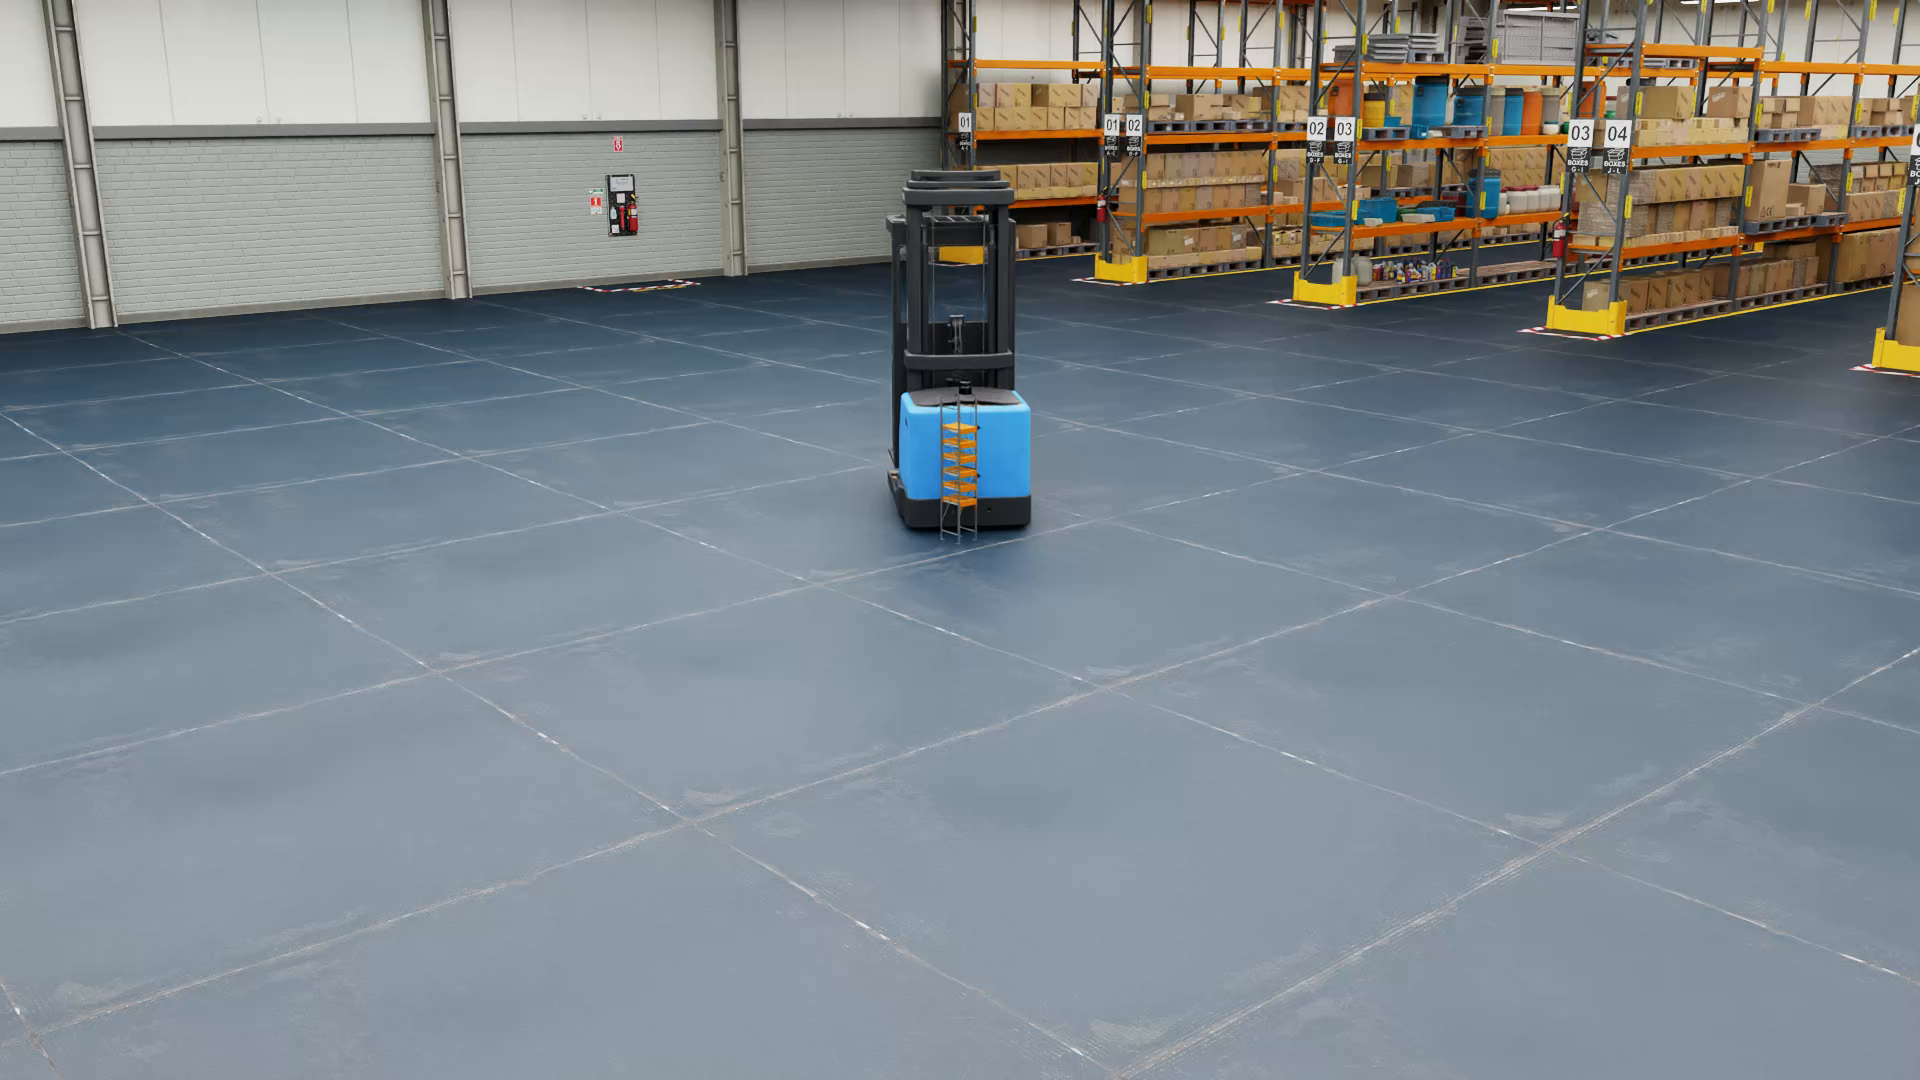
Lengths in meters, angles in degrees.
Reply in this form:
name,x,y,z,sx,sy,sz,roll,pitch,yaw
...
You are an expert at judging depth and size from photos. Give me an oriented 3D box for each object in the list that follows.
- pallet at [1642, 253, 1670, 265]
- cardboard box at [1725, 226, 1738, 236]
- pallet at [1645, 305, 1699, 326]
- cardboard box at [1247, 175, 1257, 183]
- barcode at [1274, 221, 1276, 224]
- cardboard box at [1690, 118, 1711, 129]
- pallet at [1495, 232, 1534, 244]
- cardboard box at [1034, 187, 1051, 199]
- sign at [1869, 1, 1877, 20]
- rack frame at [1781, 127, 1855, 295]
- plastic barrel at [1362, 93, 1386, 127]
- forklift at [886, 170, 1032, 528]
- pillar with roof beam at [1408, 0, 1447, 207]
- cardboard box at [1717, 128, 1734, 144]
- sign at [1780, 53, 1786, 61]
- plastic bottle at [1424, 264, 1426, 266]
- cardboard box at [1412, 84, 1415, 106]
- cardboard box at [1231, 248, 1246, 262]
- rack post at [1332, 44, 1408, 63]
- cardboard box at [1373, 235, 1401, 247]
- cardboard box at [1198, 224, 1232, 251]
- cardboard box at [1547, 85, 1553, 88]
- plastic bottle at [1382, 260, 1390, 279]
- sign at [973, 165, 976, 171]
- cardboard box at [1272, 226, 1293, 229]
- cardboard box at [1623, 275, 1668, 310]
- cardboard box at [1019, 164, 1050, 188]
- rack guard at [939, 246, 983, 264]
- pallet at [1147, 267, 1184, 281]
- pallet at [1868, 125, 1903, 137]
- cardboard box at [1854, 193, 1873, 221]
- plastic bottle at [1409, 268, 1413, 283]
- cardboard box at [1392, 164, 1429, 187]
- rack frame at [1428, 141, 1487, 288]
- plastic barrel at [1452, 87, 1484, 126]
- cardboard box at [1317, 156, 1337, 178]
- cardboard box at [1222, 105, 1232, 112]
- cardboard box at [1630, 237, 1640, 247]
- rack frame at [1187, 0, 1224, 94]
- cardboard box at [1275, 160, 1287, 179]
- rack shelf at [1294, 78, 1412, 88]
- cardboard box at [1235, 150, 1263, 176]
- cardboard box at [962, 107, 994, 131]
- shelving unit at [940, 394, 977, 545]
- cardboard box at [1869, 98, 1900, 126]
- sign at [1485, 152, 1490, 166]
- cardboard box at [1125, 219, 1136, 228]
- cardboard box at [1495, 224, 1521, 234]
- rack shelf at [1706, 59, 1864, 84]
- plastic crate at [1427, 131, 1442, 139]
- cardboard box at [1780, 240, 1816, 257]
name,x,y,z,sx,sy,sz,roll,pitch,yaw
pallet,14.911,-6.243,36.712,1.213,0.211,1.003,-13,19,-39
cardboard box,12.767,-5.178,27.809,0.250,0.149,0.380,-13,19,-39
pallet,11.332,-3.717,27.258,1.213,0.211,1.003,-13,19,-39
cardboard box,5.984,-7.555,34.769,0.250,0.149,0.380,-13,20,-41
barcode,6.702,-6.753,35.350,0.075,0.075,0.001,-13,19,-39
cardboard box,11.690,-6.627,26.452,0.250,0.149,0.380,-12,19,-37
pallet,13.711,-7.654,41.996,1.213,0.211,1.003,-13,19,-39
cardboard box,1.694,-7.827,37.493,0.500,0.250,0.500,-12,19,-39
sign,16.118,-9.355,29.370,0.005,0.325,0.100,-13,19,-39
rack frame,15.754,-6.071,30.664,0.127,3.000,1.000,-13,19,-39
plastic barrel,7.244,-7.640,29.550,0.600,0.588,0.600,0,15,0
forklift,-0.084,-1.850,14.995,1.130,2.935,3.031,-2,15,-6
pillar with roof beam,16.330,-13.005,44.999,0.548,9.000,9.100,-13,19,-39
cardboard box,12.163,-6.555,26.957,0.500,0.250,0.500,-12,19,-38
sign,18.911,-11.028,38.224,0.005,0.325,0.100,-13,19,-39
plastic bottle,8.714,-5.021,31.144,0.133,0.283,0.061,-13,19,-39
cardboard box,10.357,-10.226,38.276,0.500,0.500,0.500,-13,19,-39
cardboard box,5.647,-5.993,34.887,0.500,0.250,0.500,-13,19,-39
rack post,7.122,-8.440,28.877,0.954,0.300,0.937,-10,18,-33
cardboard box,9.785,-7.026,38.233,0.500,0.500,0.500,-12,19,-37
cardboard box,5.271,-6.270,34.472,0.500,0.500,0.500,-13,19,-39
cardboard box,14.480,-11.177,41.838,0.500,0.500,0.700,-13,19,-39
plastic bottle,8.001,-5.099,31.306,0.185,0.351,0.144,-12,19,-37
sign,0.321,-7.921,35.914,0.005,0.325,0.100,-13,19,-39
cardboard box,7.120,-6.765,36.693,0.500,0.311,0.500,-13,20,-40
cardboard box,11.114,-4.023,27.030,0.500,0.500,0.500,-10,18,-34
cardboard box,1.677,-8.188,37.390,0.500,0.500,0.500,-12,19,-38
rack guard,0.022,-6.413,36.792,0.348,0.500,1.175,-13,19,-39
pallet,3.769,-5.435,33.688,1.213,0.211,1.003,-13,19,-39
pallet,17.047,-7.738,31.460,1.213,0.211,1.003,-12,19,-37
cardboard box,16.687,-6.236,31.090,0.500,0.500,0.500,-13,20,-41
plastic bottle,8.299,-4.879,30.636,0.097,0.271,0.097,0,15,0
cardboard box,10.471,-8.497,38.742,0.500,0.500,0.700,-9,17,-29
rack frame,9.485,-6.357,31.737,0.127,3.000,1.000,-13,19,-39
plastic barrel,9.727,-8.177,31.766,0.708,0.901,0.600,-13,19,-39
cardboard box,9.437,-9.875,44.325,0.700,0.700,0.980,-12,19,-39
cardboard box,5.276,-8.873,34.432,0.500,0.311,0.500,-14,20,-42
cardboard box,10.292,-4.634,25.775,0.250,0.149,0.380,-13,19,-39
rack frame,6.000,-11.862,40.720,0.127,3.000,1.000,-13,19,-39
cardboard box,8.071,-9.544,42.858,0.500,0.500,0.500,-13,19,-39
rack shelf,10.526,-12.338,44.670,4.000,0.370,1.077,-13,19,-39
cardboard box,5.906,-7.921,34.883,0.500,0.500,0.700,-13,19,-39
cardboard box,0.381,-9.123,36.048,0.500,0.500,0.500,-12,19,-38
shelving unit,-0.011,-0.577,13.586,0.189,1.200,0.258,-13,19,-39
cardboard box,17.281,-8.123,31.521,0.637,0.503,0.797,-13,20,-40
sign,12.639,-9.129,39.872,0.005,0.325,0.100,-13,19,-39
cardboard box,3.883,-7.516,40.067,0.500,0.500,0.700,-13,20,-40
cardboard box,13.686,-8.003,41.884,0.637,0.503,0.797,-13,19,-39
rack shelf,14.245,-8.089,28.766,4.000,0.370,1.077,-13,19,-39
plastic crate,8.540,-7.328,30.072,0.396,0.136,0.243,-13,19,-39
cardboard box,15.268,-5.318,30.386,0.500,0.250,0.500,-12,19,-37
